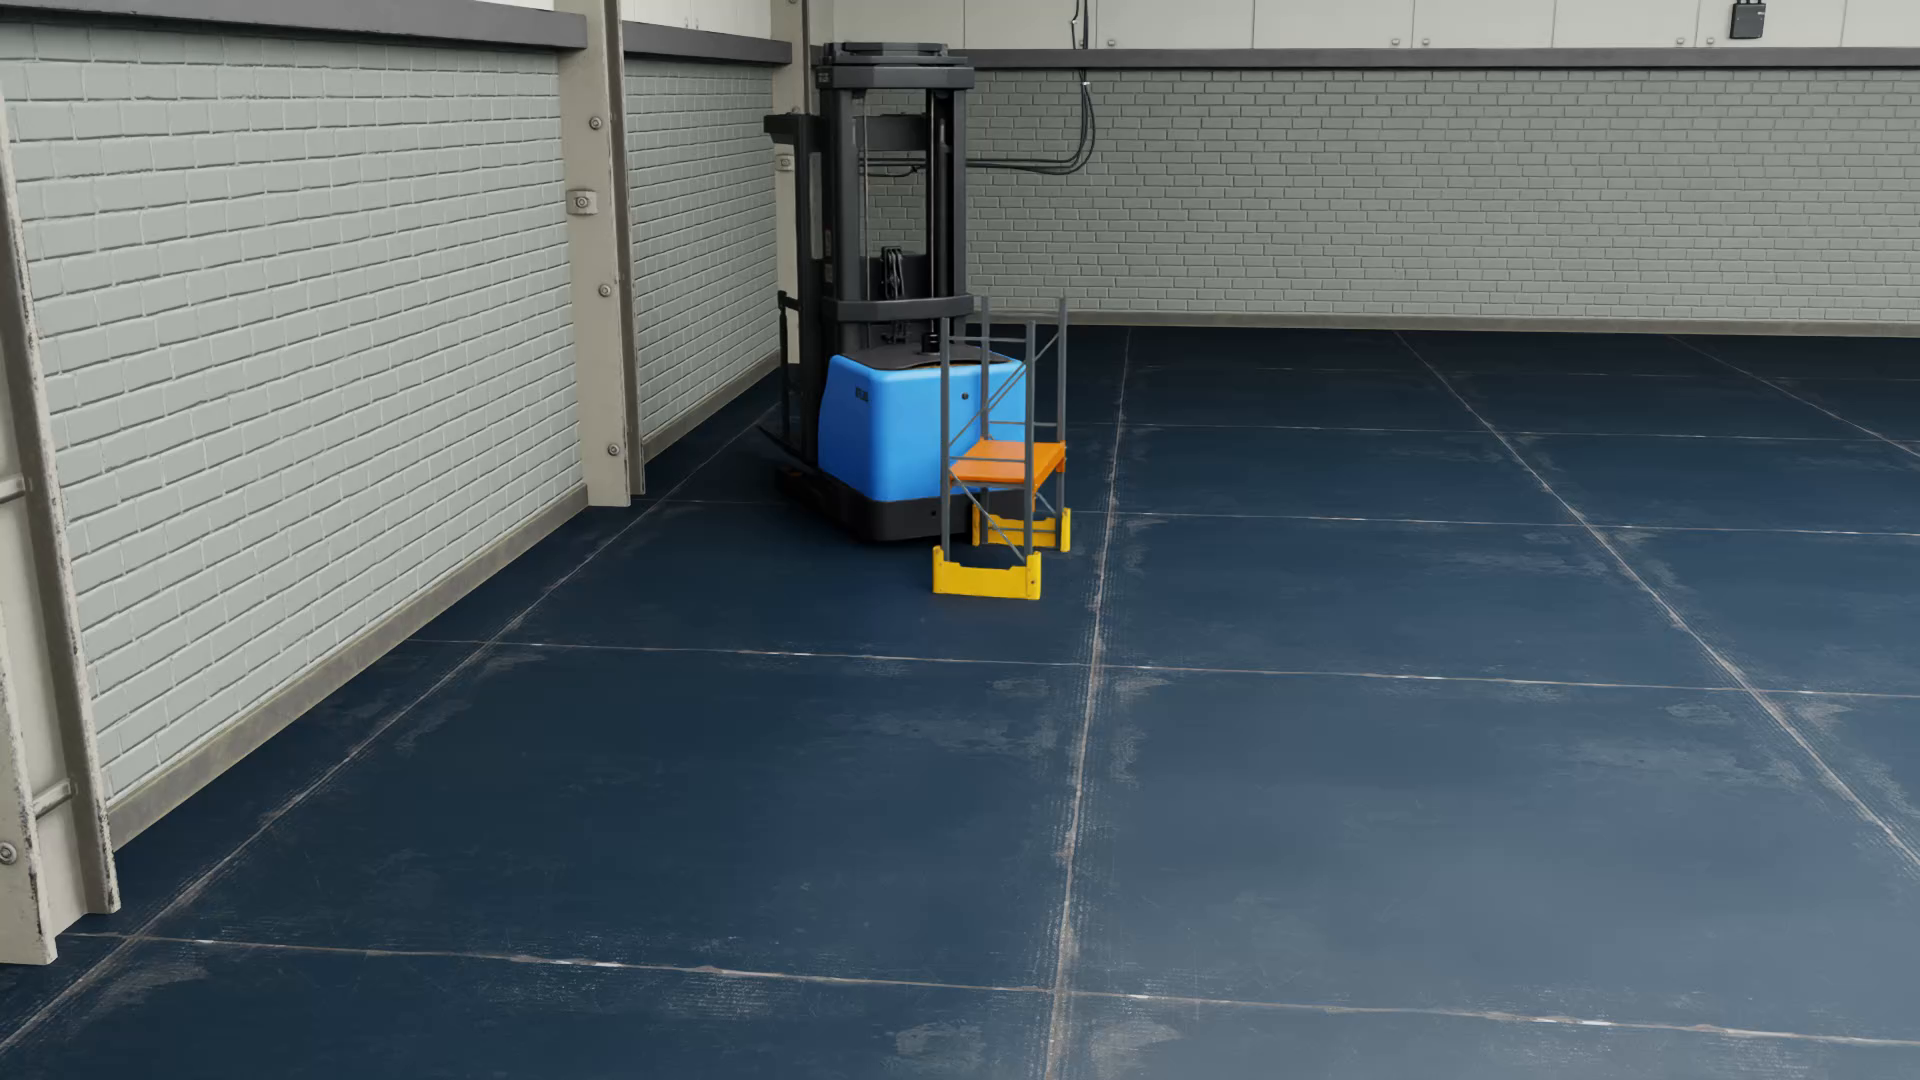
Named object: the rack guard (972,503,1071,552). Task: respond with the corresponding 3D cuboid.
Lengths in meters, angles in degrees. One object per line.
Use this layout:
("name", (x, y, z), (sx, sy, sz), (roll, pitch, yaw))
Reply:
("rack guard", (0.366, -0.075, 9.962), (0.587, 0.250, 0.087), (3, 16, 12))

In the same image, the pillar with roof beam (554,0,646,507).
("pillar with roof beam", (1.956, -4.494, 9.542), (9.100, 9.000, 0.400), (2, 15, 6))

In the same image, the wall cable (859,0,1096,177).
("wall cable", (0.002, -5.403, 18.853), (3.097, 2.526, 0.112), (2, 15, 6))

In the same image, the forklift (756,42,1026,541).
("forklift", (-0.623, -1.746, 11.006), (1.130, 2.935, 3.031), (-6, 16, -23))

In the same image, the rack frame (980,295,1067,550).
("rack frame", (0.370, -0.684, 9.817), (0.500, 1.500, 0.032), (3, 16, 12))

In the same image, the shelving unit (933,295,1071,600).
("shelving unit", (0.255, -0.552, 9.330), (0.587, 1.500, 1.083), (3, 16, 12))

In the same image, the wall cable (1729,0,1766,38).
("wall cable", (9.433, -8.260, 16.954), (2.305, 6.003, 0.169), (2, 15, 6))

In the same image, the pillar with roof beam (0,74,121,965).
("pillar with roof beam", (1.279, -2.938, 3.787), (9.100, 9.000, 0.400), (2, 15, 6))

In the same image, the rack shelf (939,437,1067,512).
("rack shelf", (0.257, -0.381, 9.385), (0.538, 0.185, 1.000), (3, 16, 12))

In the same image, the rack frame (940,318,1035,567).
("rack frame", (0.144, -0.425, 8.860), (0.500, 1.500, 0.032), (3, 16, 12))

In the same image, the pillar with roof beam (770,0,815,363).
("pillar with roof beam", (2.633, -6.050, 15.297), (9.100, 9.000, 0.400), (2, 15, 6))

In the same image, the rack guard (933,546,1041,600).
("rack guard", (0.144, 0.178, 9.024), (0.587, 0.250, 0.087), (3, 16, 12))
